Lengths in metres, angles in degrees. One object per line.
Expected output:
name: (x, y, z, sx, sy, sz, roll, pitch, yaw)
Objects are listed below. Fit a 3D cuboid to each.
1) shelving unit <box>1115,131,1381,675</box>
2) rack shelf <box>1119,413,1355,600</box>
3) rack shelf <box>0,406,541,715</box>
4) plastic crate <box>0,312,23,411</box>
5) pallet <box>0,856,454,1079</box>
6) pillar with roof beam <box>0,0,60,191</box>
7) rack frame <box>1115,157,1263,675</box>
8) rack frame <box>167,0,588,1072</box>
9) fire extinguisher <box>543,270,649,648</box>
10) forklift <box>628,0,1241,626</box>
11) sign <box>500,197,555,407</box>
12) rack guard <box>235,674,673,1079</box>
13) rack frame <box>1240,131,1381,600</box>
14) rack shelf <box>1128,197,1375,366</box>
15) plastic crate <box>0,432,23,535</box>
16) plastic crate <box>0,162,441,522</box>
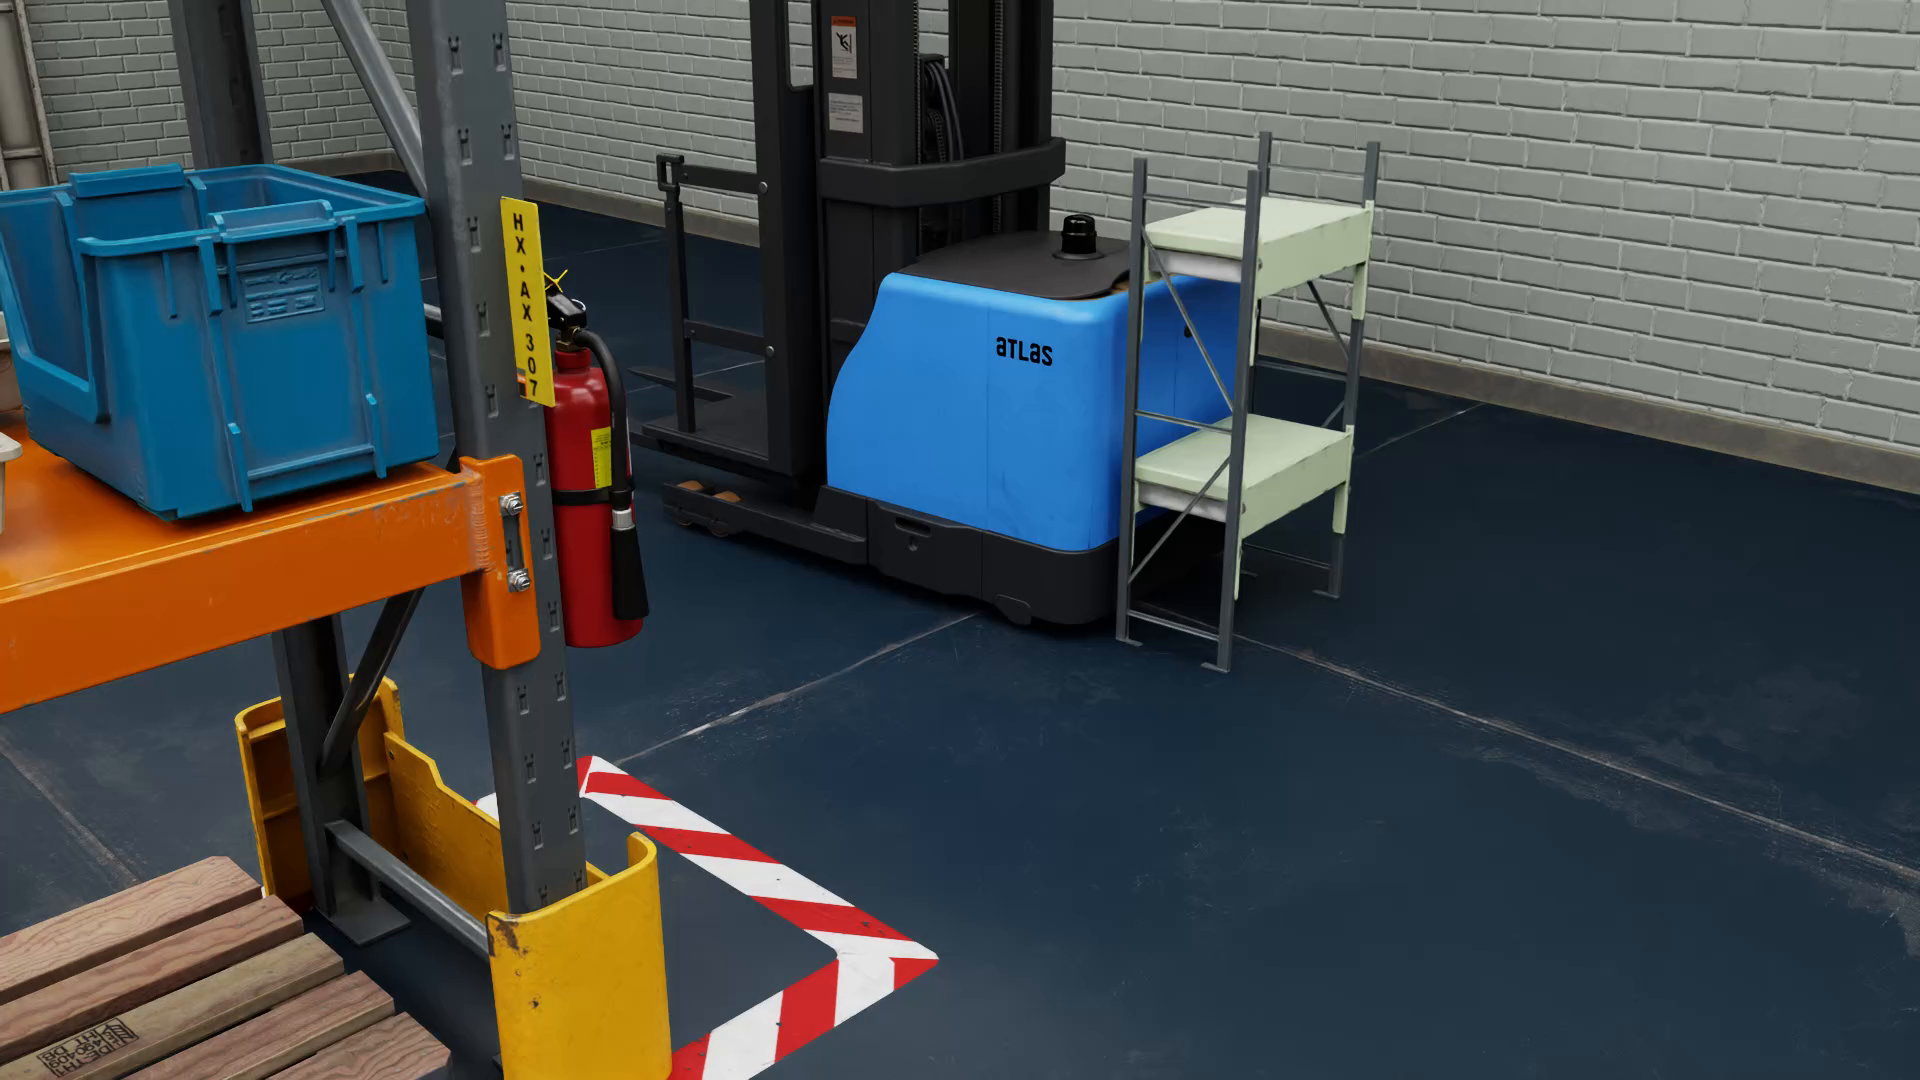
shelving unit: (0.882, -0.444, 5.139, 0.431, 1.500, 0.755, 16, 26, 35)
rack shelf: (0.881, -0.140, 5.256, 0.431, 0.370, 0.720, 16, 26, 35)
rack shelf: (-2.488, 0.415, 1.816, 1.077, 0.370, 4.000, 19, 28, 41)
plastic crate: (-1.784, -0.297, 2.949, 0.250, 0.136, 0.298, 19, 28, 41)
pallet: (-1.696, 1.069, 2.998, 1.003, 0.211, 1.213, 19, 28, 41)
pillar with roof beam: (-3.843, -5.547, 7.964, 9.100, 9.000, 0.400, 19, 28, 41)
rack frame: (0.655, -0.341, 4.871, 0.400, 1.500, 0.023, 16, 26, 35)
rack frame: (-1.093, -0.434, 3.024, 1.000, 3.000, 0.127, 19, 28, 41)
fire extinguisher: (-0.662, -0.149, 2.910, 0.296, 0.674, 0.183, 19, 28, 41)
forklift: (-0.485, -1.508, 5.914, 3.031, 2.935, 1.130, 16, 26, 36)
sign: (-0.688, -0.377, 2.647, 0.100, 0.325, 0.005, 19, 28, 41)
rack guard: (-1.086, 0.723, 3.497, 1.175, 0.500, 0.348, 19, 28, 41)
rack frame: (1.109, -0.547, 5.407, 0.400, 1.500, 0.023, 16, 26, 35)
rack shelf: (0.882, -0.808, 4.999, 0.431, 0.370, 0.720, 16, 26, 35)
plastic crate: (-1.532, -0.084, 2.397, 0.396, 0.136, 0.243, 19, 28, 41)
plastic crate: (-1.193, -0.346, 2.661, 0.616, 0.435, 0.499, 19, 28, 41)
